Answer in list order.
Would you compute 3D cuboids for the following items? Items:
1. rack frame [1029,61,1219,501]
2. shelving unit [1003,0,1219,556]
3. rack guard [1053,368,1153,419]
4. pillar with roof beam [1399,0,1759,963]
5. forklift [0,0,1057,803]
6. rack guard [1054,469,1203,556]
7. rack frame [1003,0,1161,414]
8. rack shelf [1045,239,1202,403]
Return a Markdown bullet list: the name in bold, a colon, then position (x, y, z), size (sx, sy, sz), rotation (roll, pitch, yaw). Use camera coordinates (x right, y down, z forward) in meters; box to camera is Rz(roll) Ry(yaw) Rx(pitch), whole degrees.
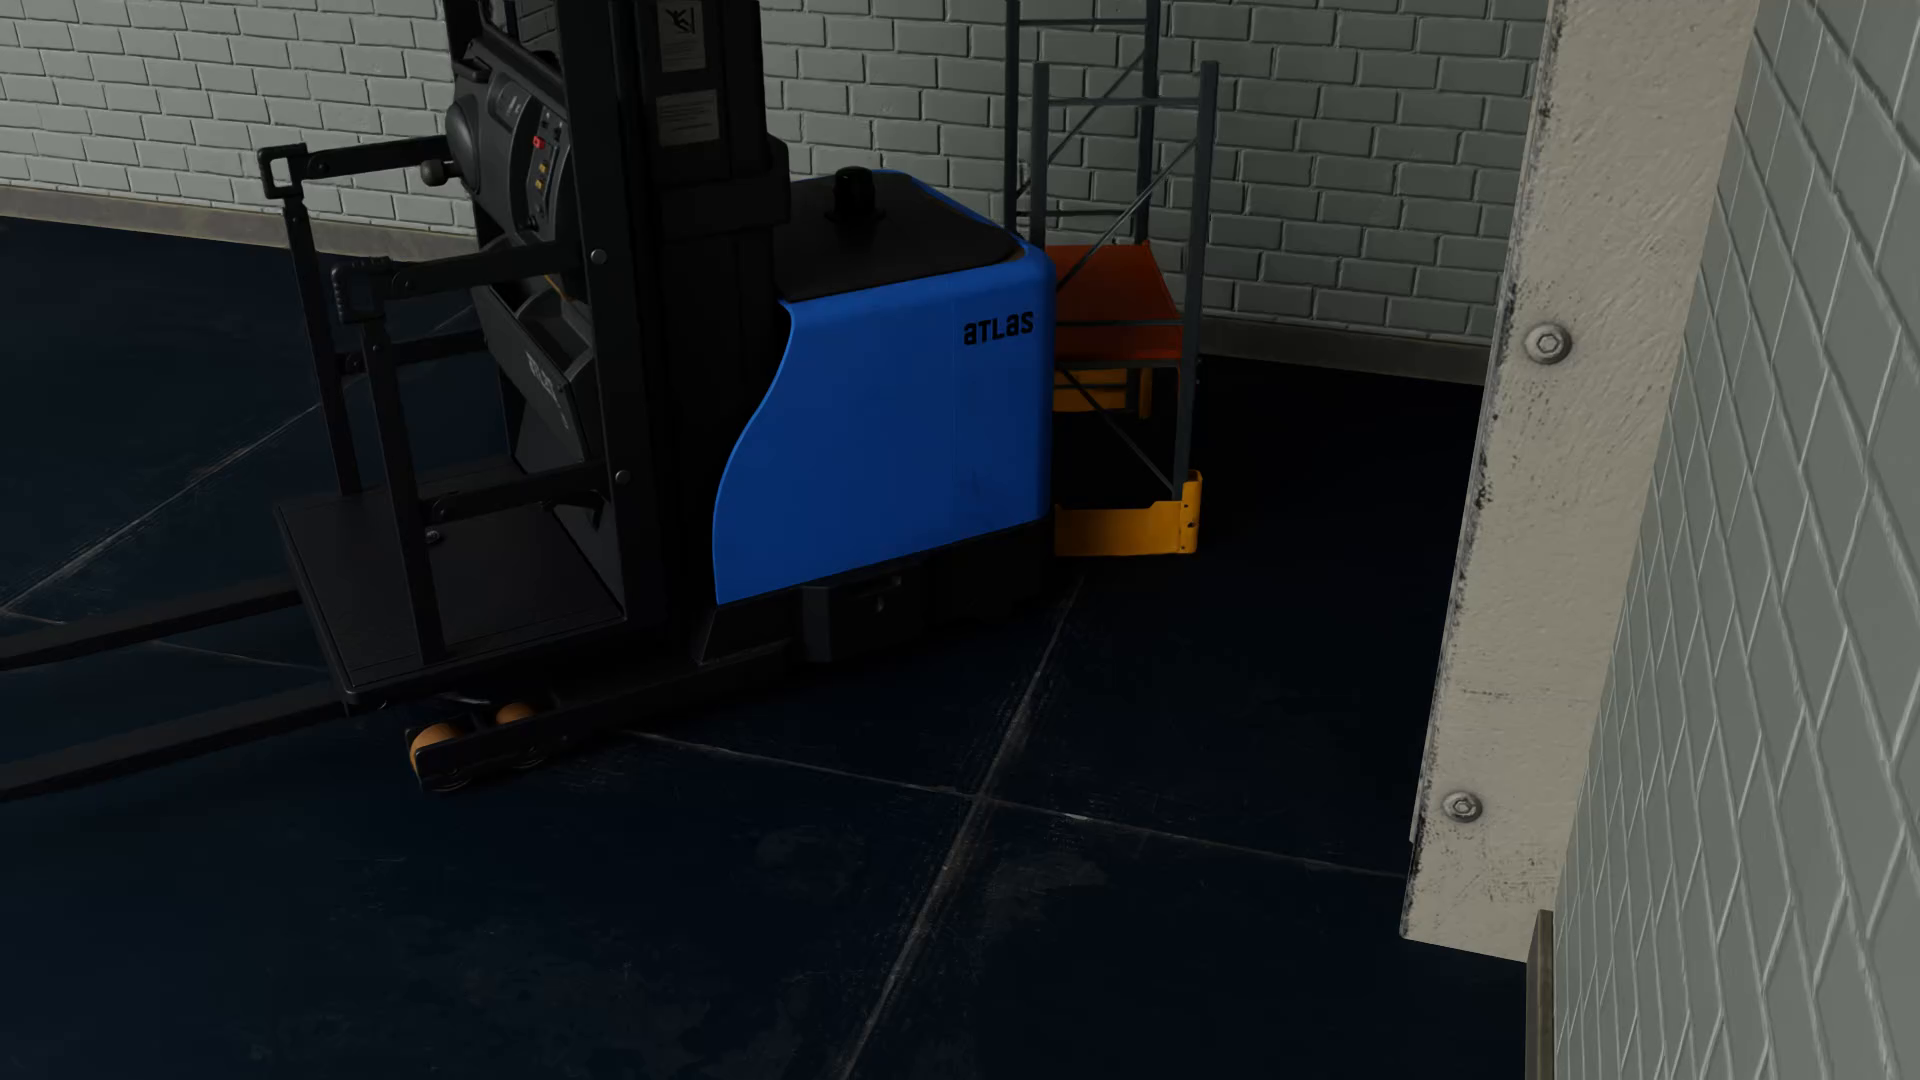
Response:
- **rack frame**: position (0.446, -0.627, 4.835), size (0.500, 1.500, 0.032), rotation (-1, 29, -2)
- **shelving unit**: position (0.423, -0.870, 5.271), size (0.587, 1.500, 1.083), rotation (-1, 29, -2)
- **rack guard**: position (0.400, -0.565, 6.009), size (0.587, 0.250, 0.087), rotation (-1, 29, -2)
- **pillar with roof beam**: position (-2.940, -3.740, 2.717), size (9.100, 9.000, 0.400), rotation (8, 30, 15)
- **forklift**: position (-1.269, -0.951, 3.945), size (3.031, 2.935, 1.130), rotation (-15, 32, -25)
- **rack guard**: position (0.446, -0.082, 5.140), size (0.587, 0.250, 0.087), rotation (-1, 29, -2)
- **rack frame**: position (0.399, -1.121, 5.722), size (0.500, 1.500, 0.032), rotation (-1, 29, -2)
- **rack shelf**: position (0.423, -0.717, 5.366), size (0.538, 0.185, 1.000), rotation (-1, 29, -2)
